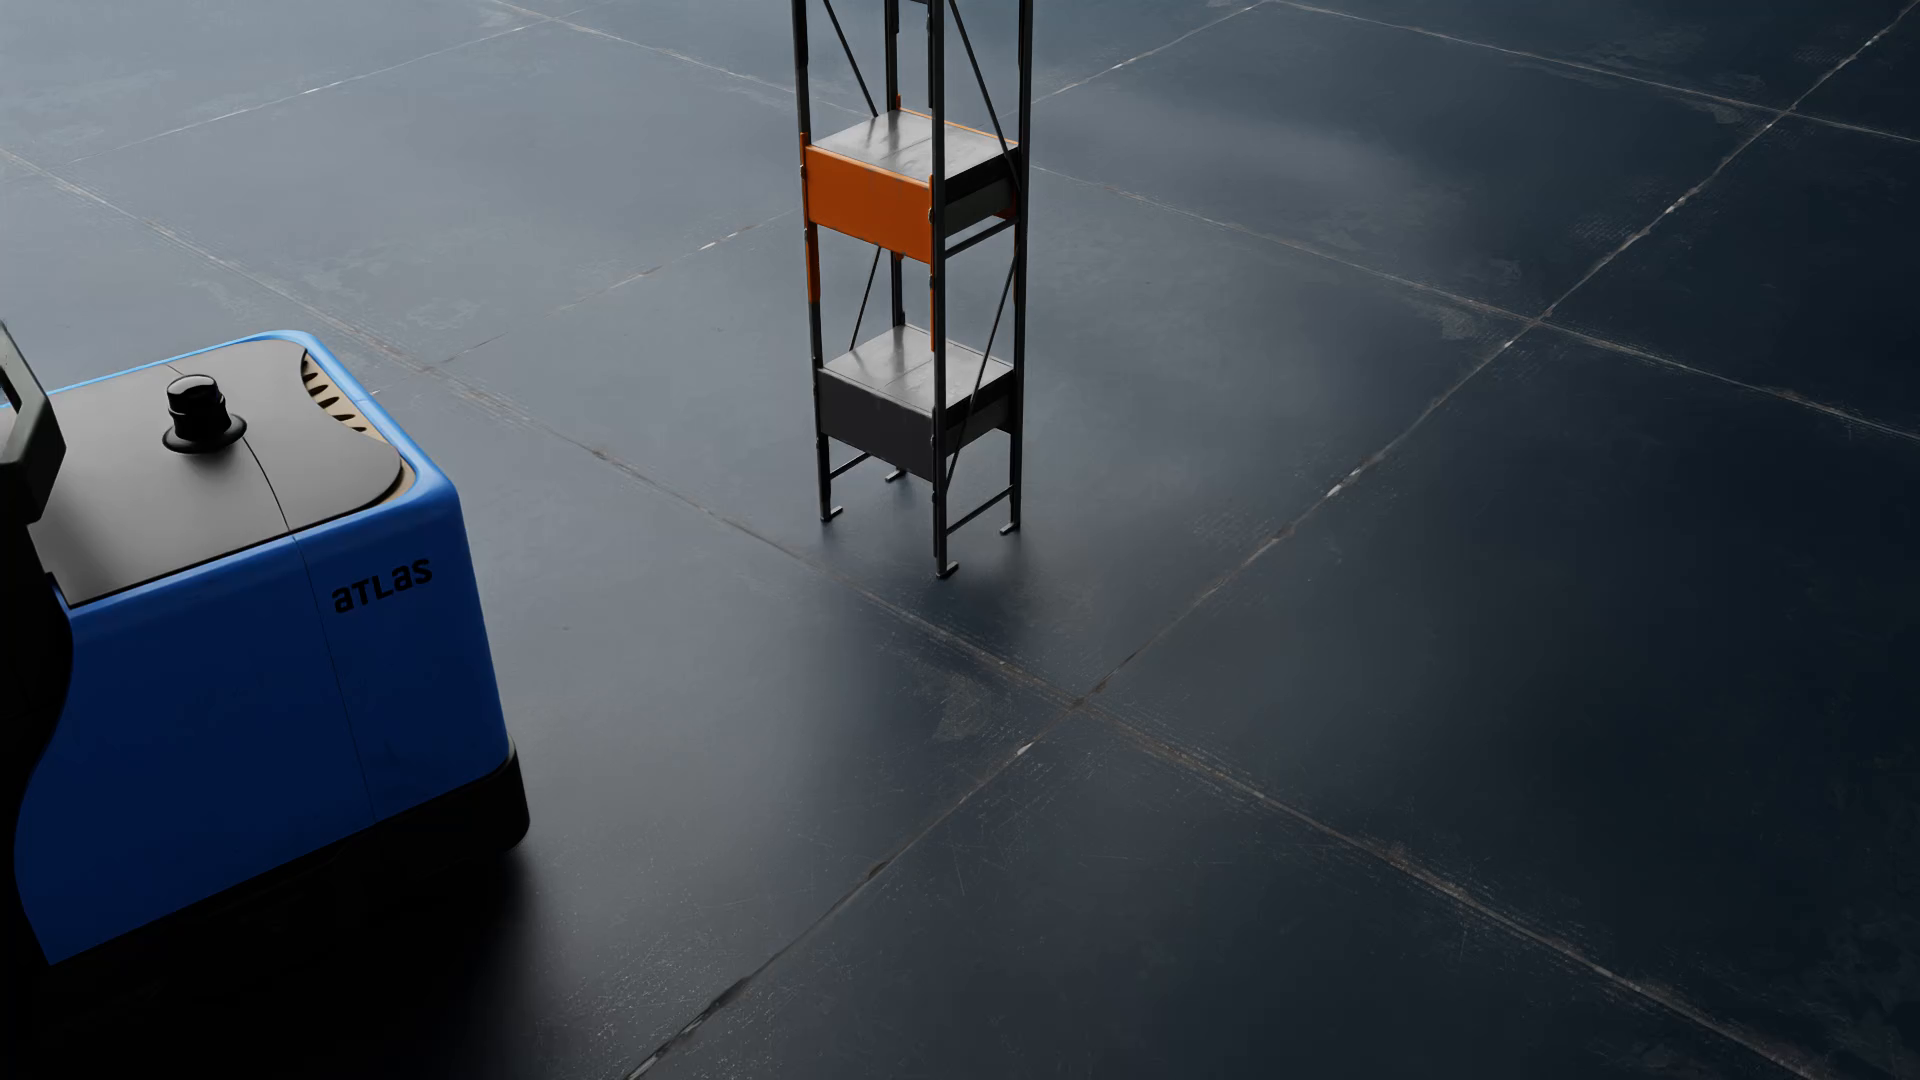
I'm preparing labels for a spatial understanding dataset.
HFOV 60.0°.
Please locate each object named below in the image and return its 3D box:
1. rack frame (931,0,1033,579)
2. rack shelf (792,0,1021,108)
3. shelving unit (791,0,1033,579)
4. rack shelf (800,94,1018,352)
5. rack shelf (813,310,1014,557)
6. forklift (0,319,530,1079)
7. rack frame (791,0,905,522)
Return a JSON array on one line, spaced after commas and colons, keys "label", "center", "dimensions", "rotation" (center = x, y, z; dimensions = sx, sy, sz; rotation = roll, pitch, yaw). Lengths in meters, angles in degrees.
[{"label": "rack frame", "center": [0.060, -0.837, 4.614], "dimensions": [0.015, 2.100, 0.400], "rotation": [25, 42, 32]}, {"label": "rack shelf", "center": [-0.127, -1.491, 4.354], "dimensions": [0.480, 0.518, 0.431], "rotation": [25, 42, 32]}, {"label": "shelving unit", "center": [-0.127, -0.926, 4.743], "dimensions": [0.503, 2.100, 0.431], "rotation": [25, 42, 32]}, {"label": "rack shelf", "center": [-0.127, -0.914, 4.751], "dimensions": [0.480, 0.518, 0.431], "rotation": [25, 42, 32]}, {"label": "rack shelf", "center": [-0.127, -0.337, 5.147], "dimensions": [0.480, 0.518, 0.431], "rotation": [25, 42, 32]}, {"label": "forklift", "center": [-2.543, -0.151, 2.880], "dimensions": [3.031, 2.935, 1.130], "rotation": [-23, 41, -30]}, {"label": "rack frame", "center": [-0.315, -1.014, 4.872], "dimensions": [0.015, 2.100, 0.400], "rotation": [25, 42, 32]}]
